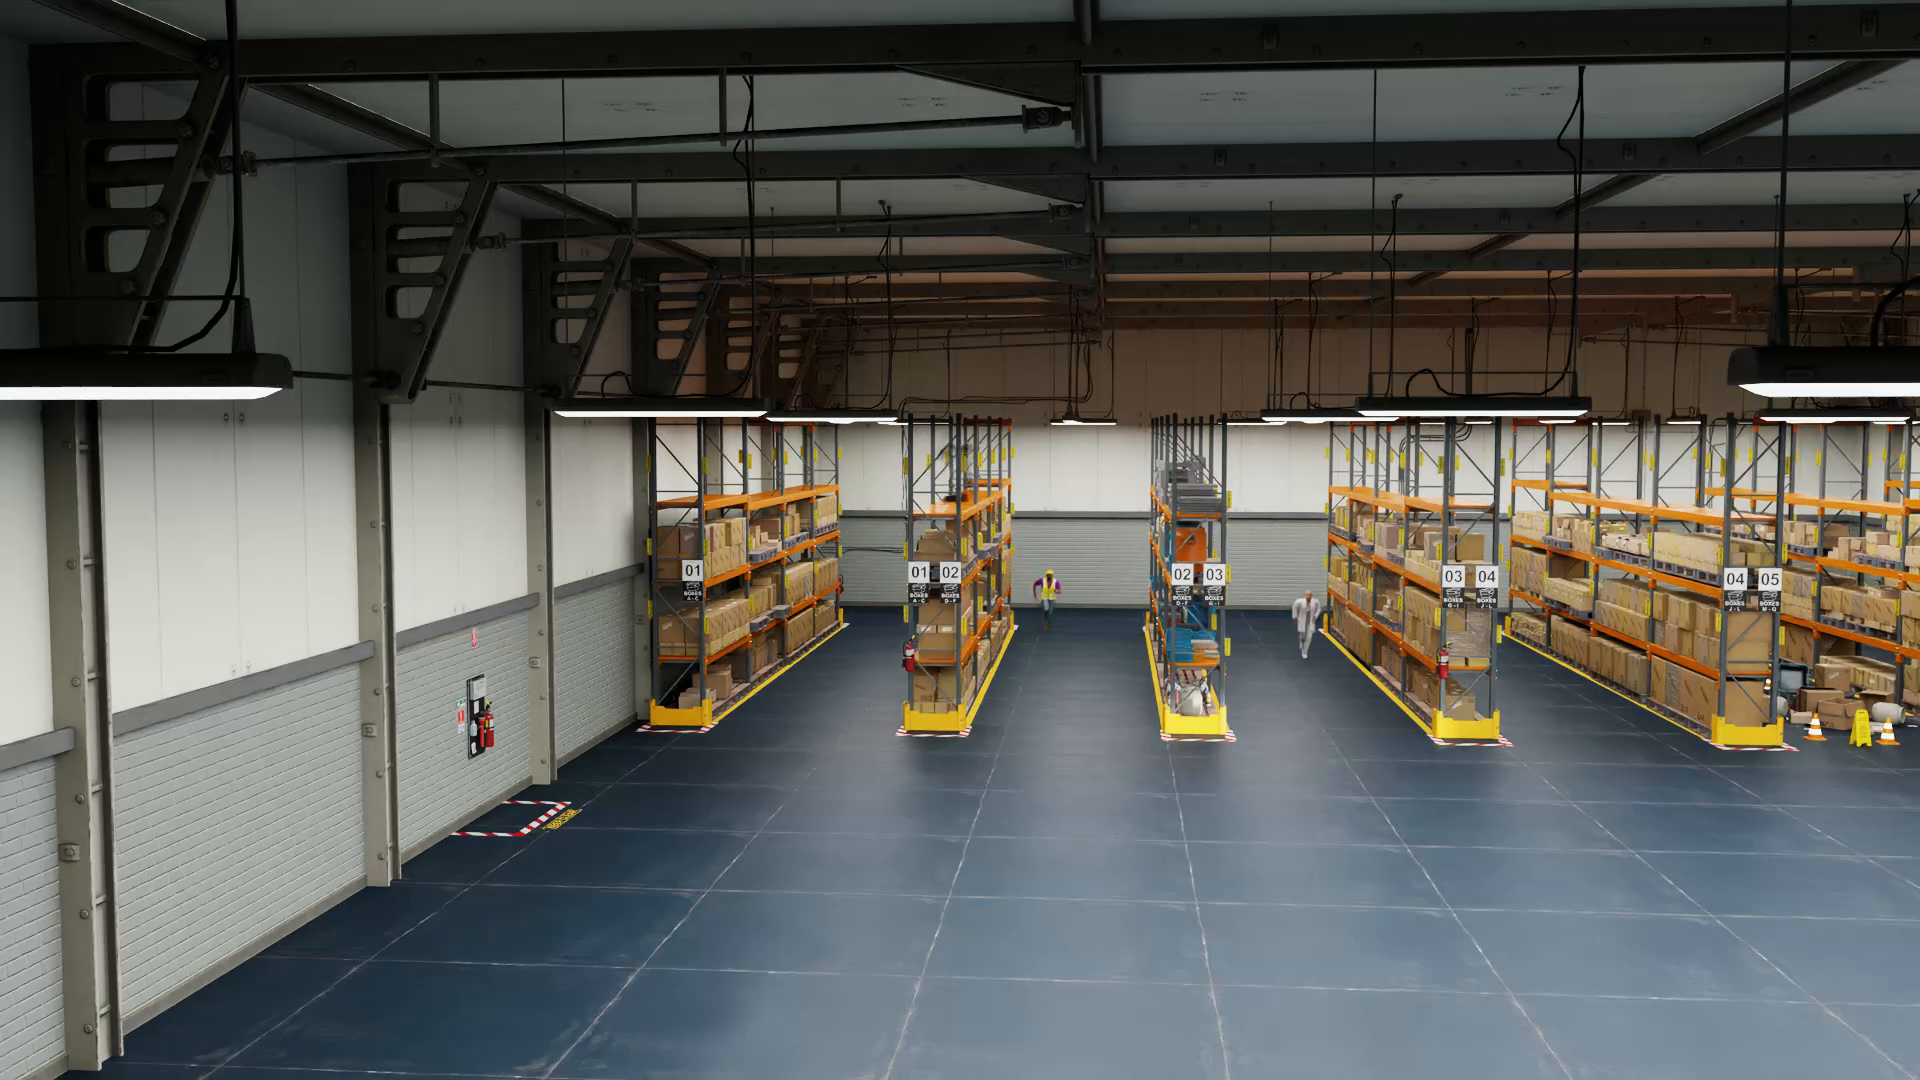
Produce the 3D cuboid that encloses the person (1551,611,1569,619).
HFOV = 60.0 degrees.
[{"bbox_3d":[17.111,1.723,47.398,0.653,1.609,0.553,-1,4,-10],"label":"person"}]

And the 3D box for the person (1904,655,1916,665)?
[{"bbox_3d":[21.958,2.268,38.278,0.641,1.731,0.730,0,4,-1],"label":"person"}]

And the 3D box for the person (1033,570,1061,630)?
[{"bbox_3d":[2.468,1.686,46.861,0.739,1.709,0.783,0,4,-7],"label":"person"}]

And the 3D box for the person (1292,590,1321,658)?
[{"bbox_3d":[8.669,2.089,41.651,0.707,1.718,0.814,0,4,-1],"label":"person"}]
